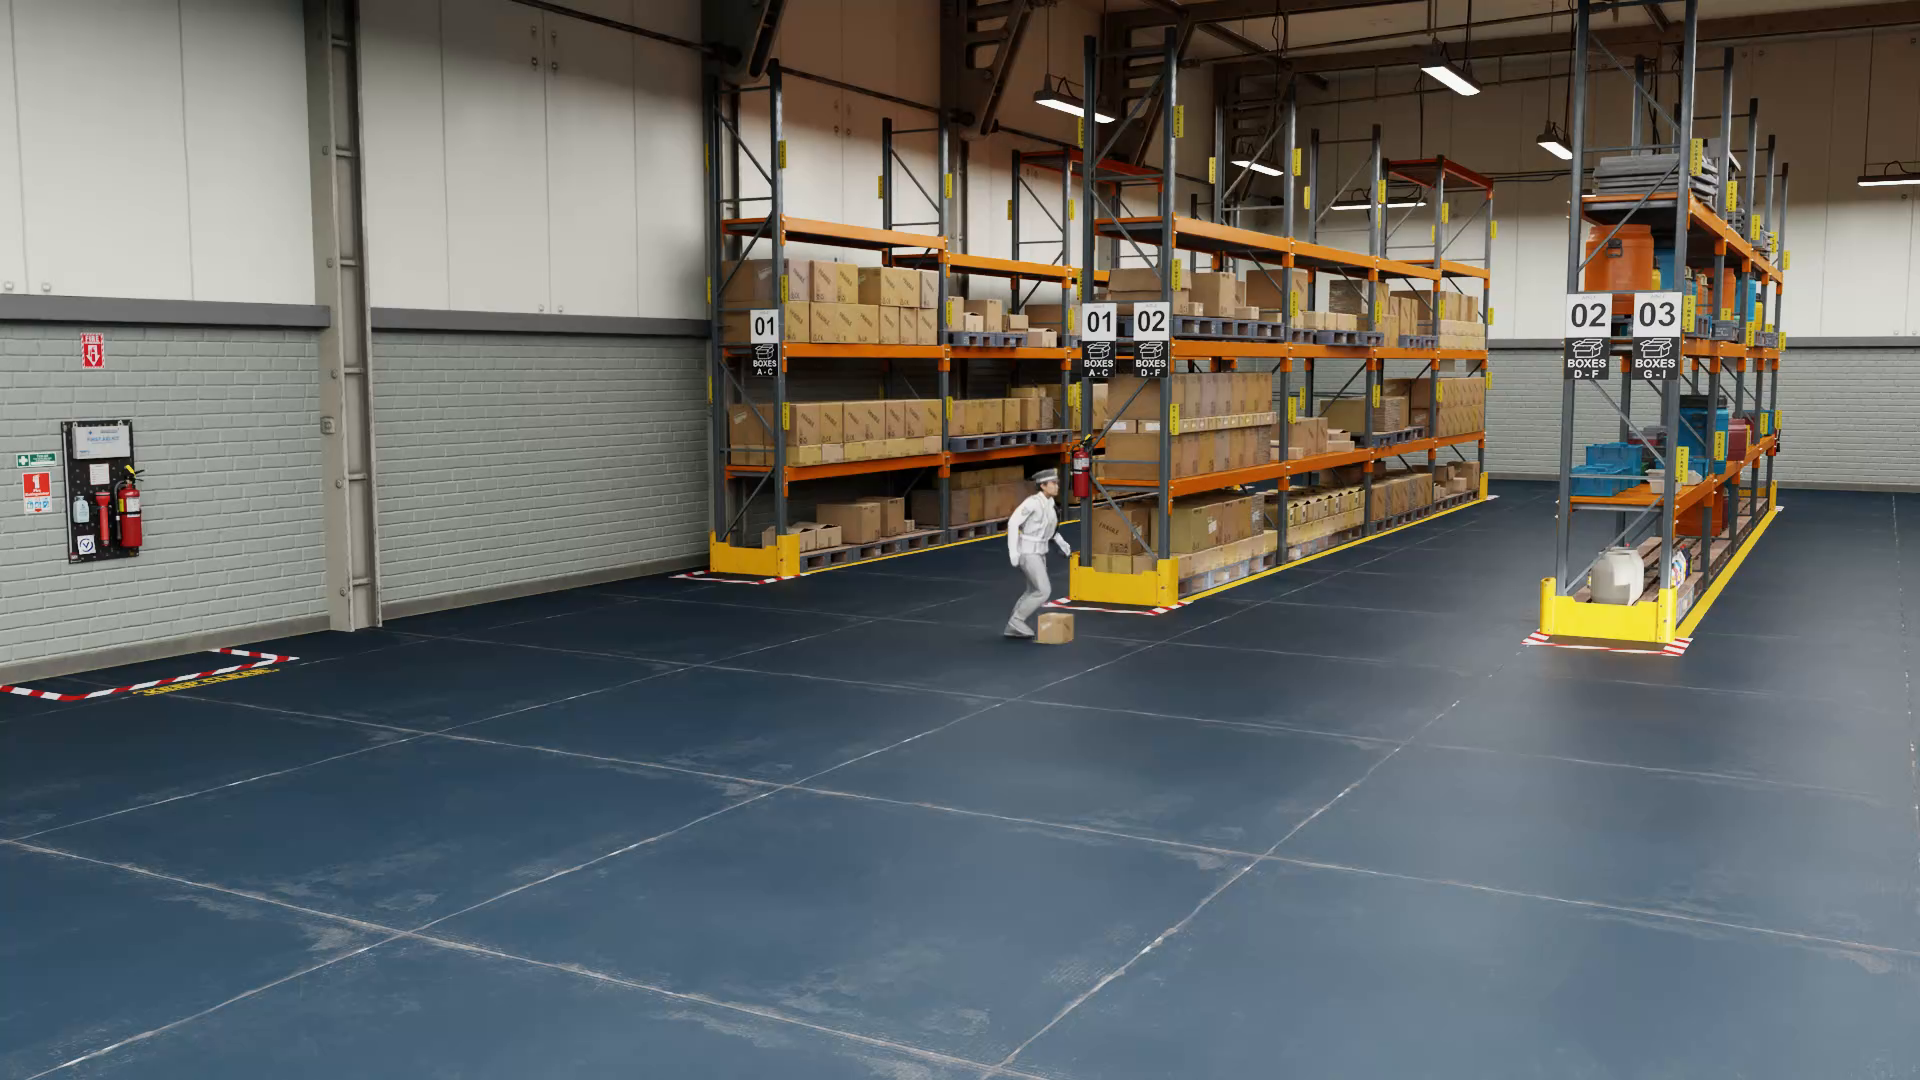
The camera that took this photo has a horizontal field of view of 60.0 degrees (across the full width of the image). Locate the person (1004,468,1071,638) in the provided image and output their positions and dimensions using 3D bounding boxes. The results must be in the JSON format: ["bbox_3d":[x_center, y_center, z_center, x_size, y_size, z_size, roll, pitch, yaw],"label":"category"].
[{"bbox_3d":[0.674,0.128,15.387,0.645,1.608,0.645,3,7,24],"label":"person"}]
